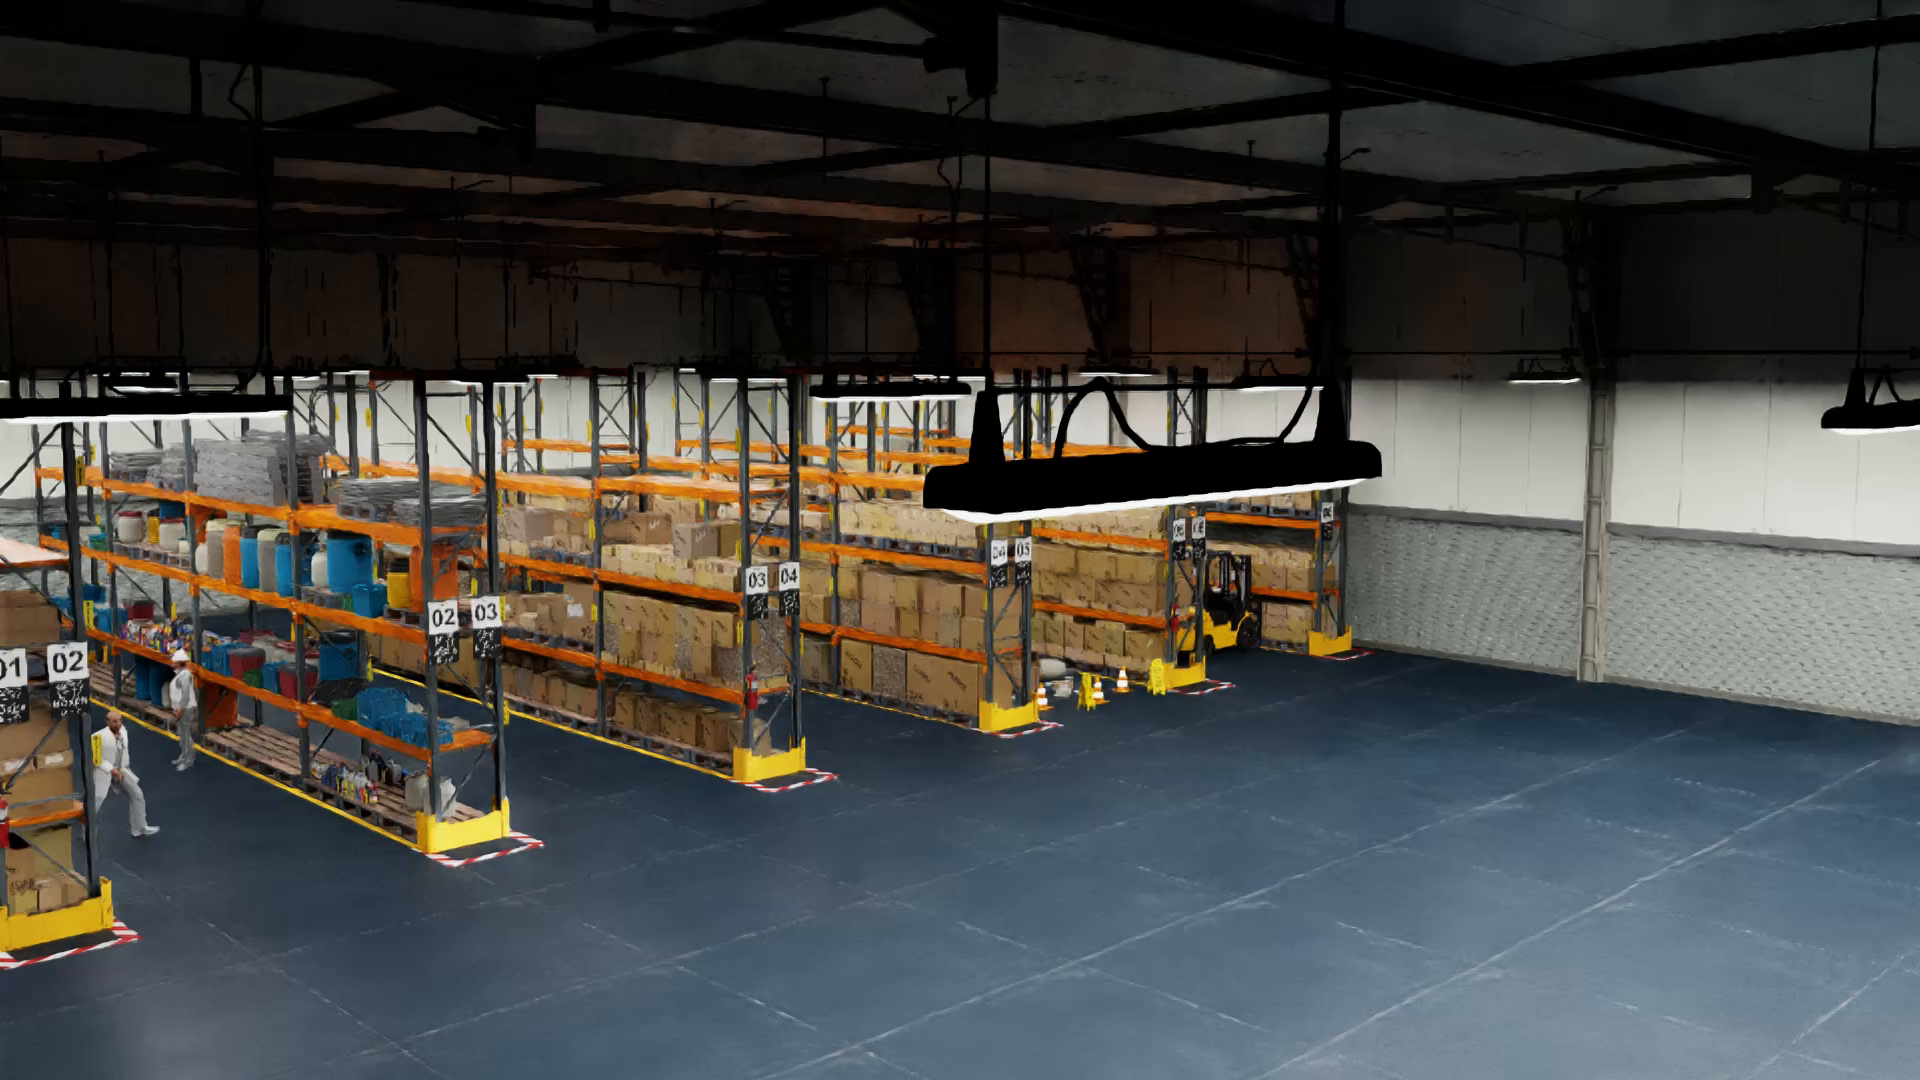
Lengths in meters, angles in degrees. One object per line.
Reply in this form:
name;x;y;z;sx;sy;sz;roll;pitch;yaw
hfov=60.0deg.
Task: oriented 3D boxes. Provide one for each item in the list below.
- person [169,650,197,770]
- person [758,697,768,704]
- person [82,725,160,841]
person;-11.906;2.584;25.457;0.410;1.813;0.581;-3;7;-26
person;-3.720;2.116;30.013;0.555;1.654;0.451;2;7;15
person;-11.030;3.136;21.616;0.883;1.511;0.737;3;7;28
